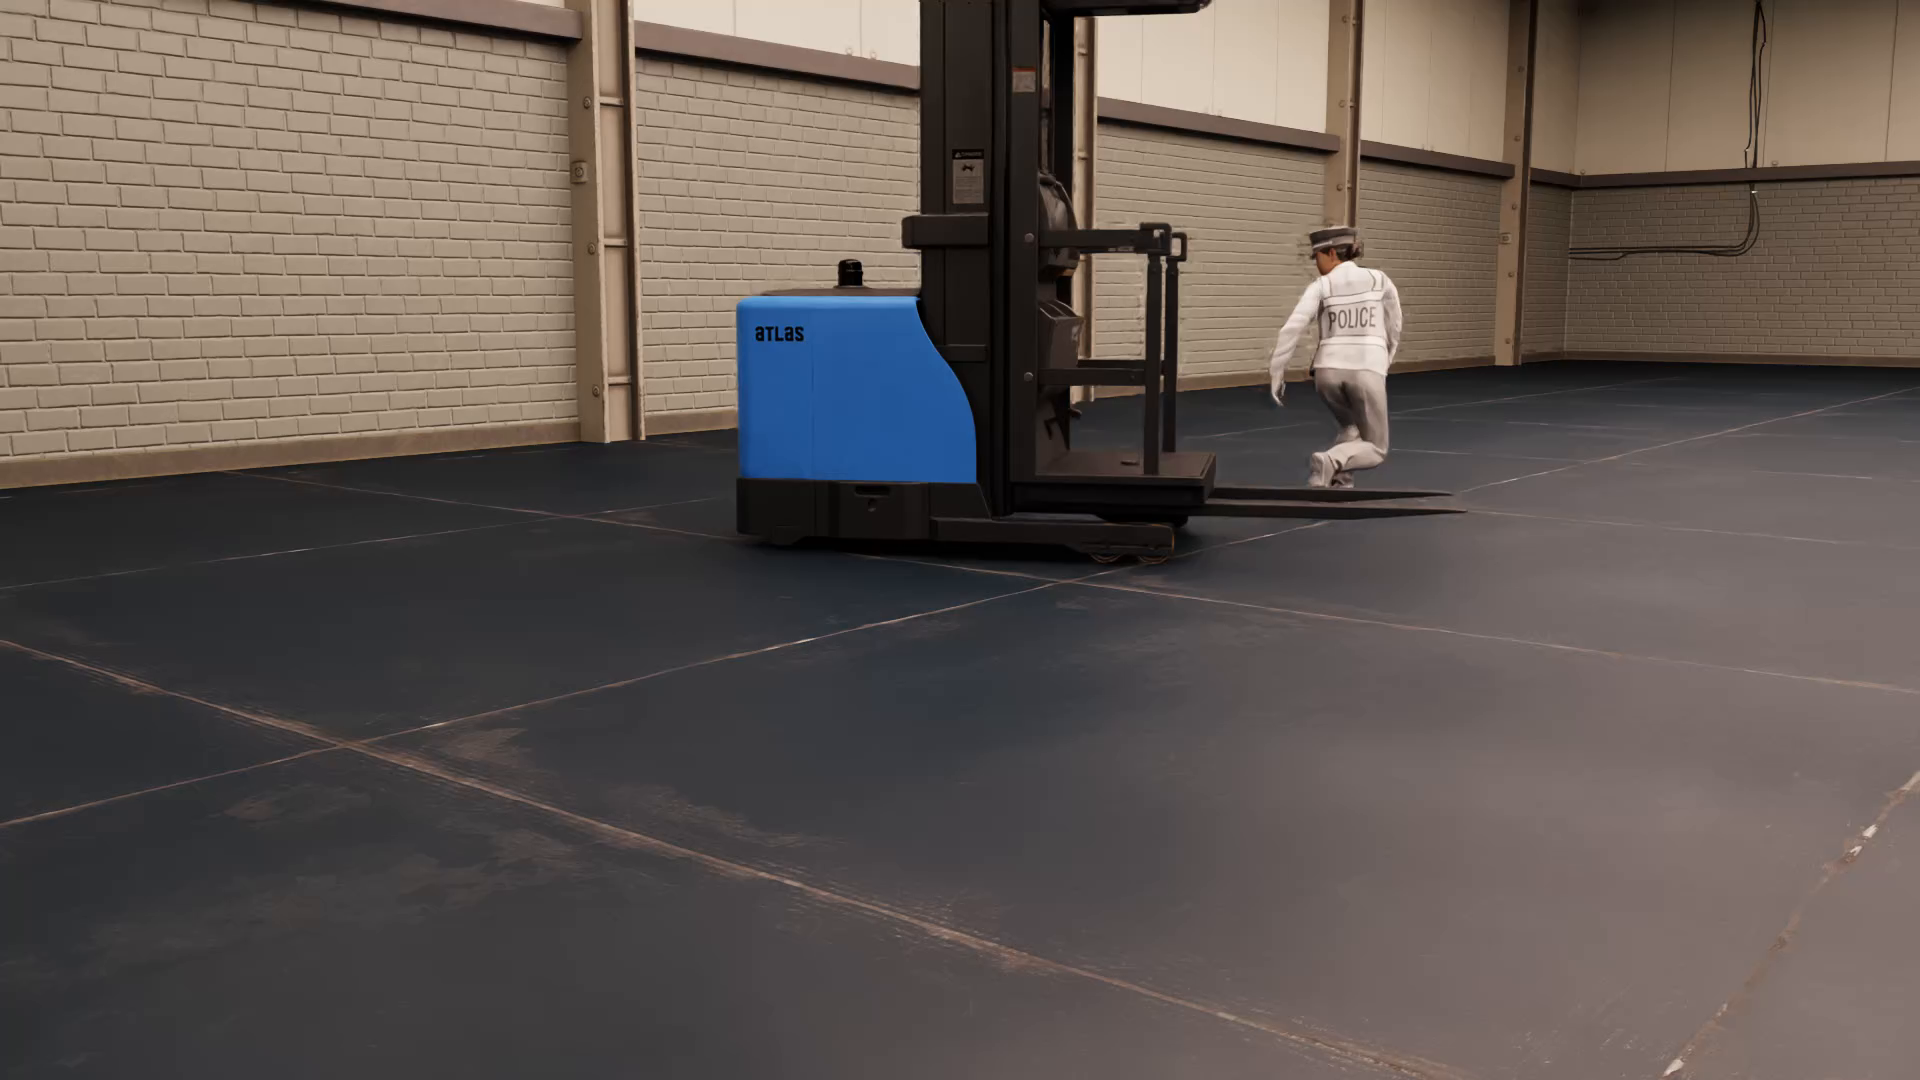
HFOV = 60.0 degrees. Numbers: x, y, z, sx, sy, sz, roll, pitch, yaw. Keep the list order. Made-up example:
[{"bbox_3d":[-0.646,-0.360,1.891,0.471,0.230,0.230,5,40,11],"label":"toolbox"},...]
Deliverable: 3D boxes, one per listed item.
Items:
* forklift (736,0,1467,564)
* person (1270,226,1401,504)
[{"bbox_3d":[0.609,-1.435,7.089,3.031,2.935,1.130,2,8,11],"label":"forklift"},{"bbox_3d":[1.897,-0.867,8.462,0.583,1.449,0.756,4,9,25],"label":"person"}]
